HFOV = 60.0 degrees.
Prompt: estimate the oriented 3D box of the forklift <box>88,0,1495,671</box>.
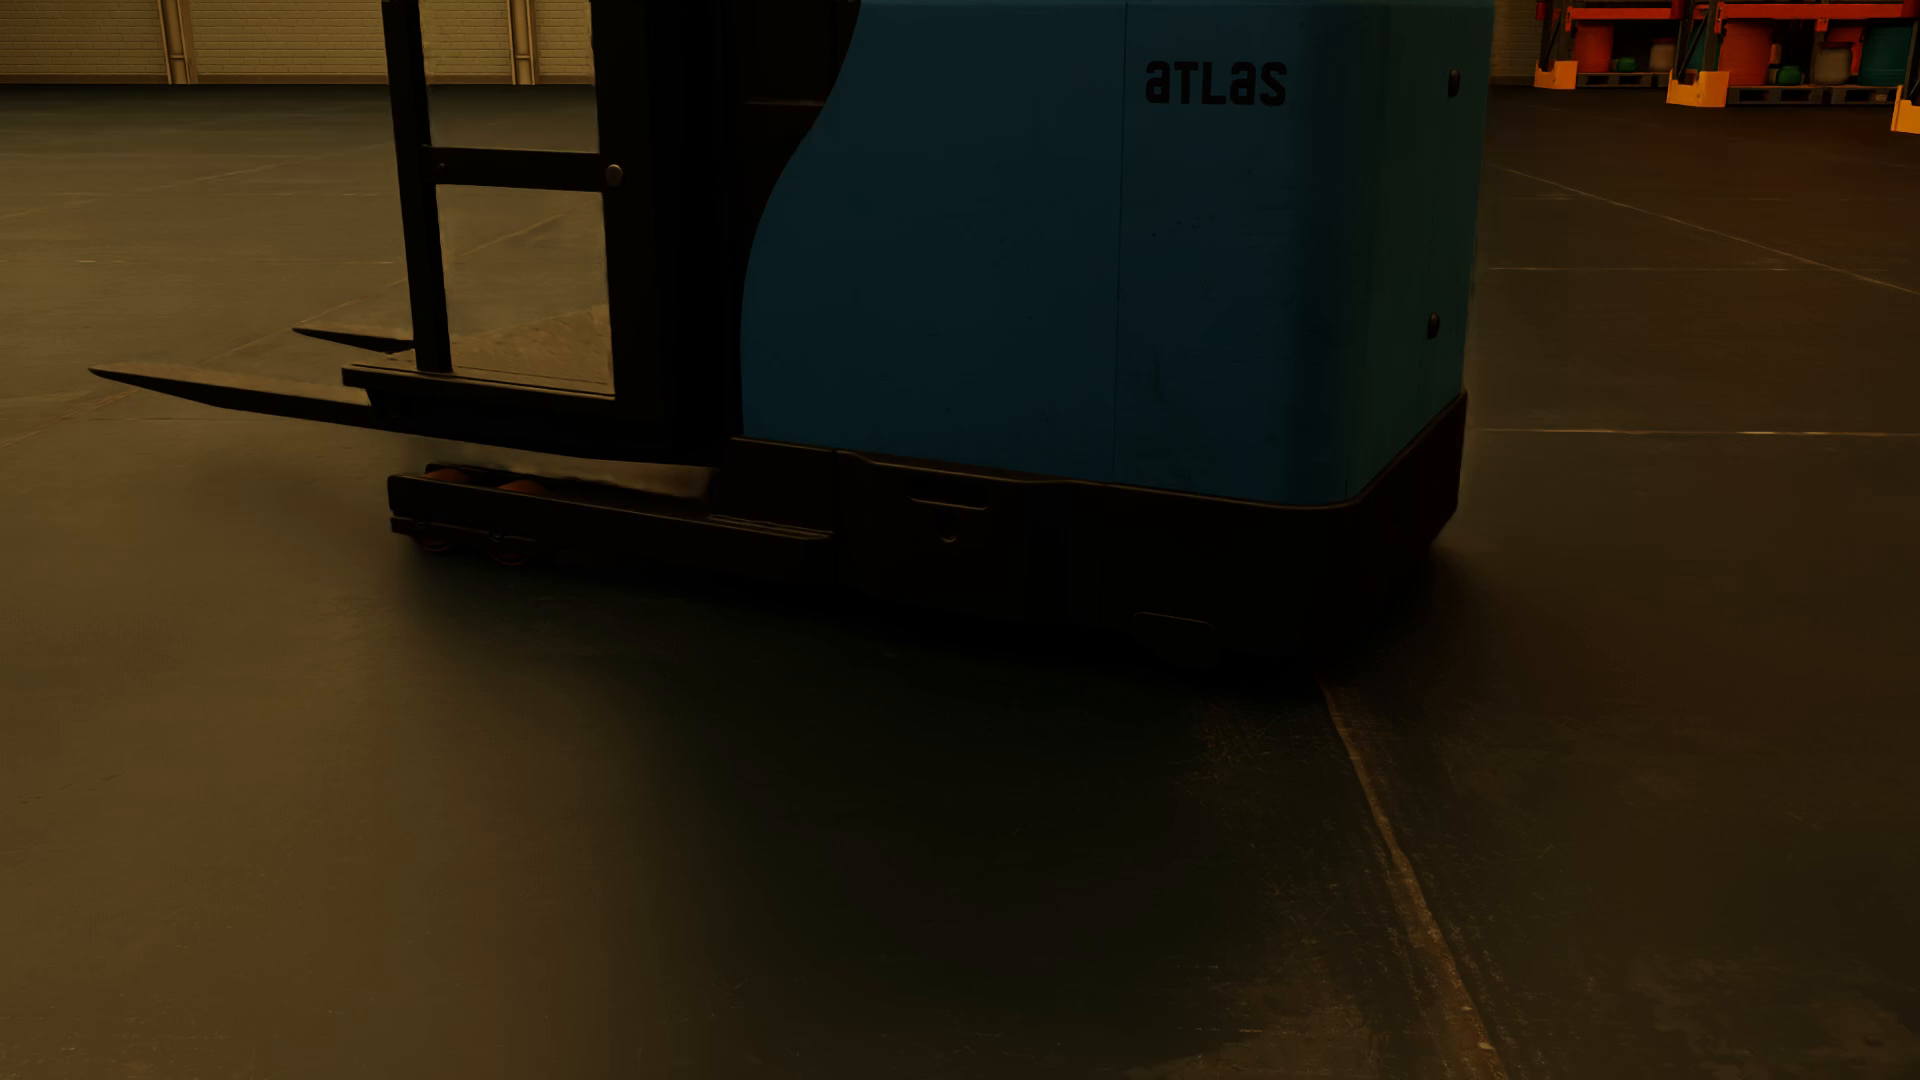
[{"bbox_3d":[-0.555,-1.478,3.189,3.031,2.935,1.130,8,19,25],"label":"forklift"}]
